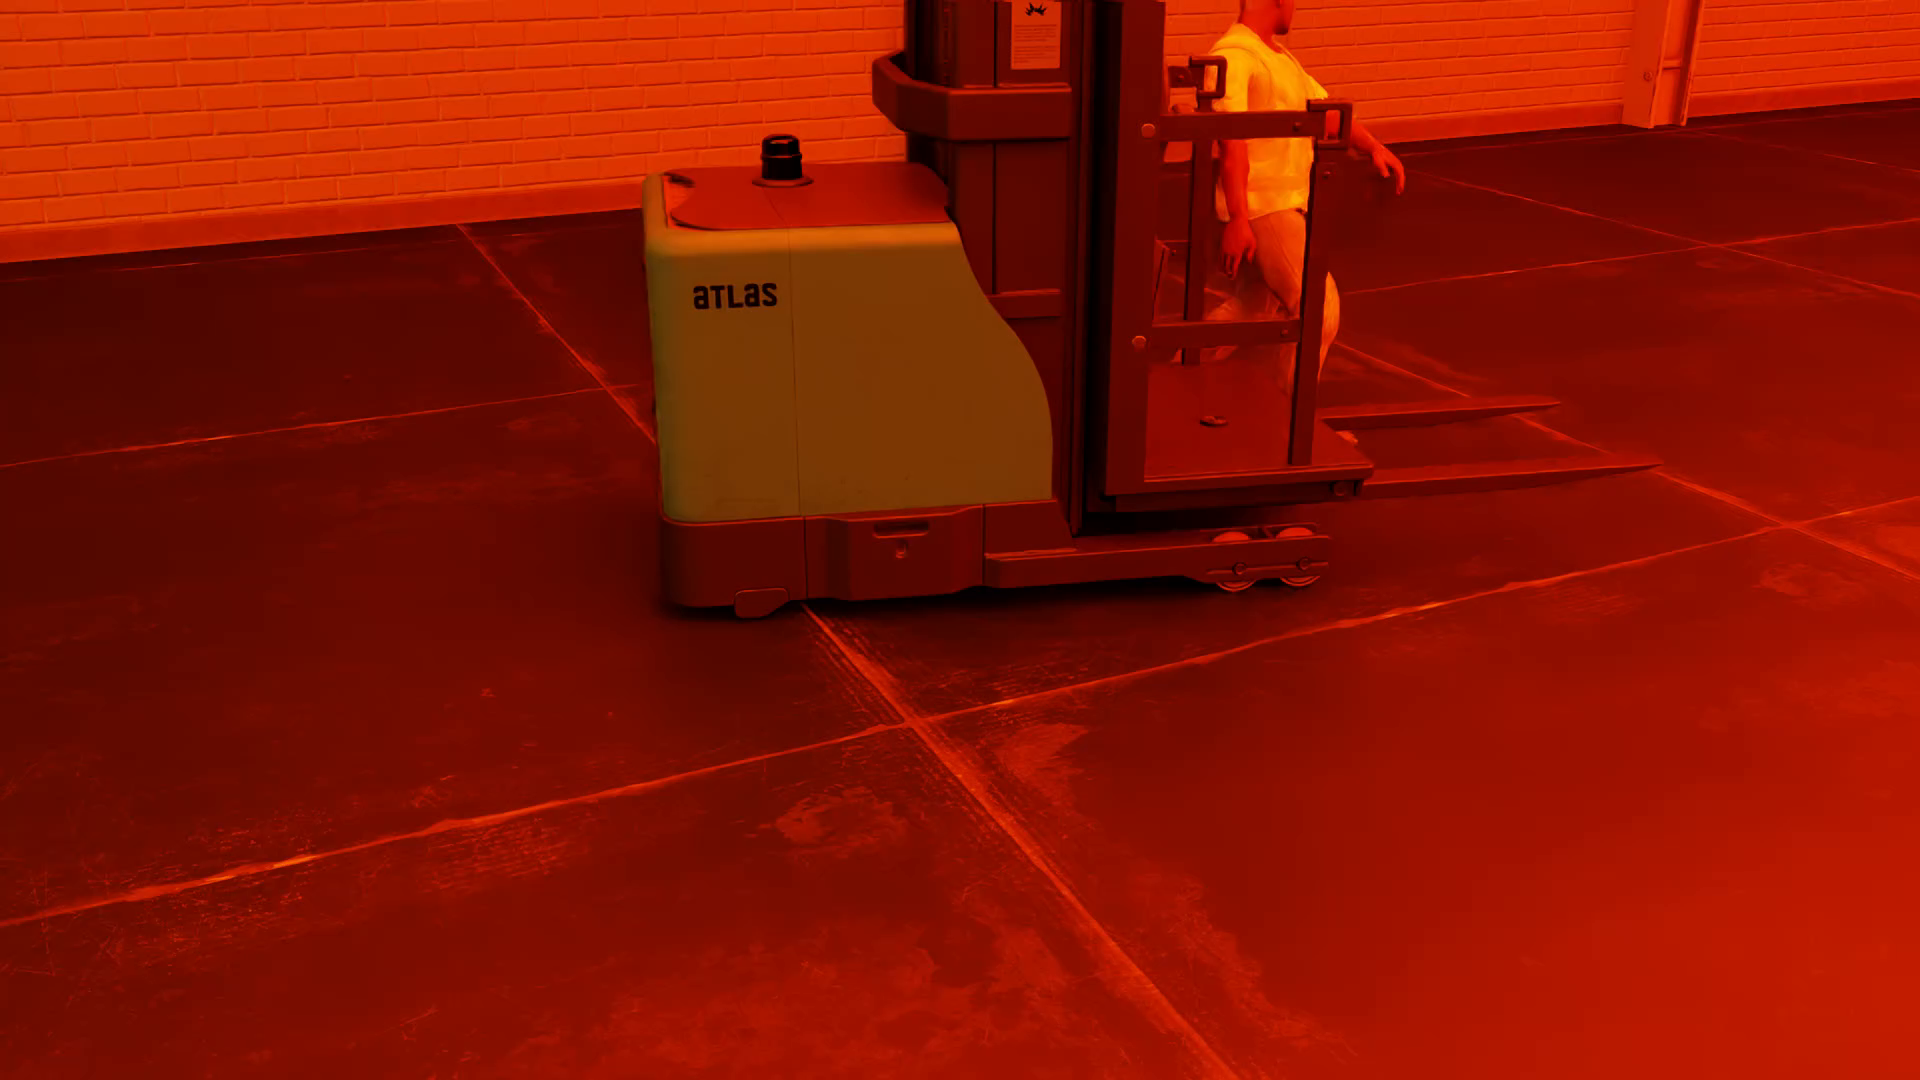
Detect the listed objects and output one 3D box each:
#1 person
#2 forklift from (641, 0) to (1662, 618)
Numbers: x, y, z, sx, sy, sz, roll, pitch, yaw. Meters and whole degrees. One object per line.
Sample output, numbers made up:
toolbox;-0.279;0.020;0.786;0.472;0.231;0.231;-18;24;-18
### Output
person;1.069;-1.124;5.650;0.838;1.687;0.756;6;23;14
forklift;0.604;-1.402;4.662;3.031;2.935;1.130;-4;23;-10
